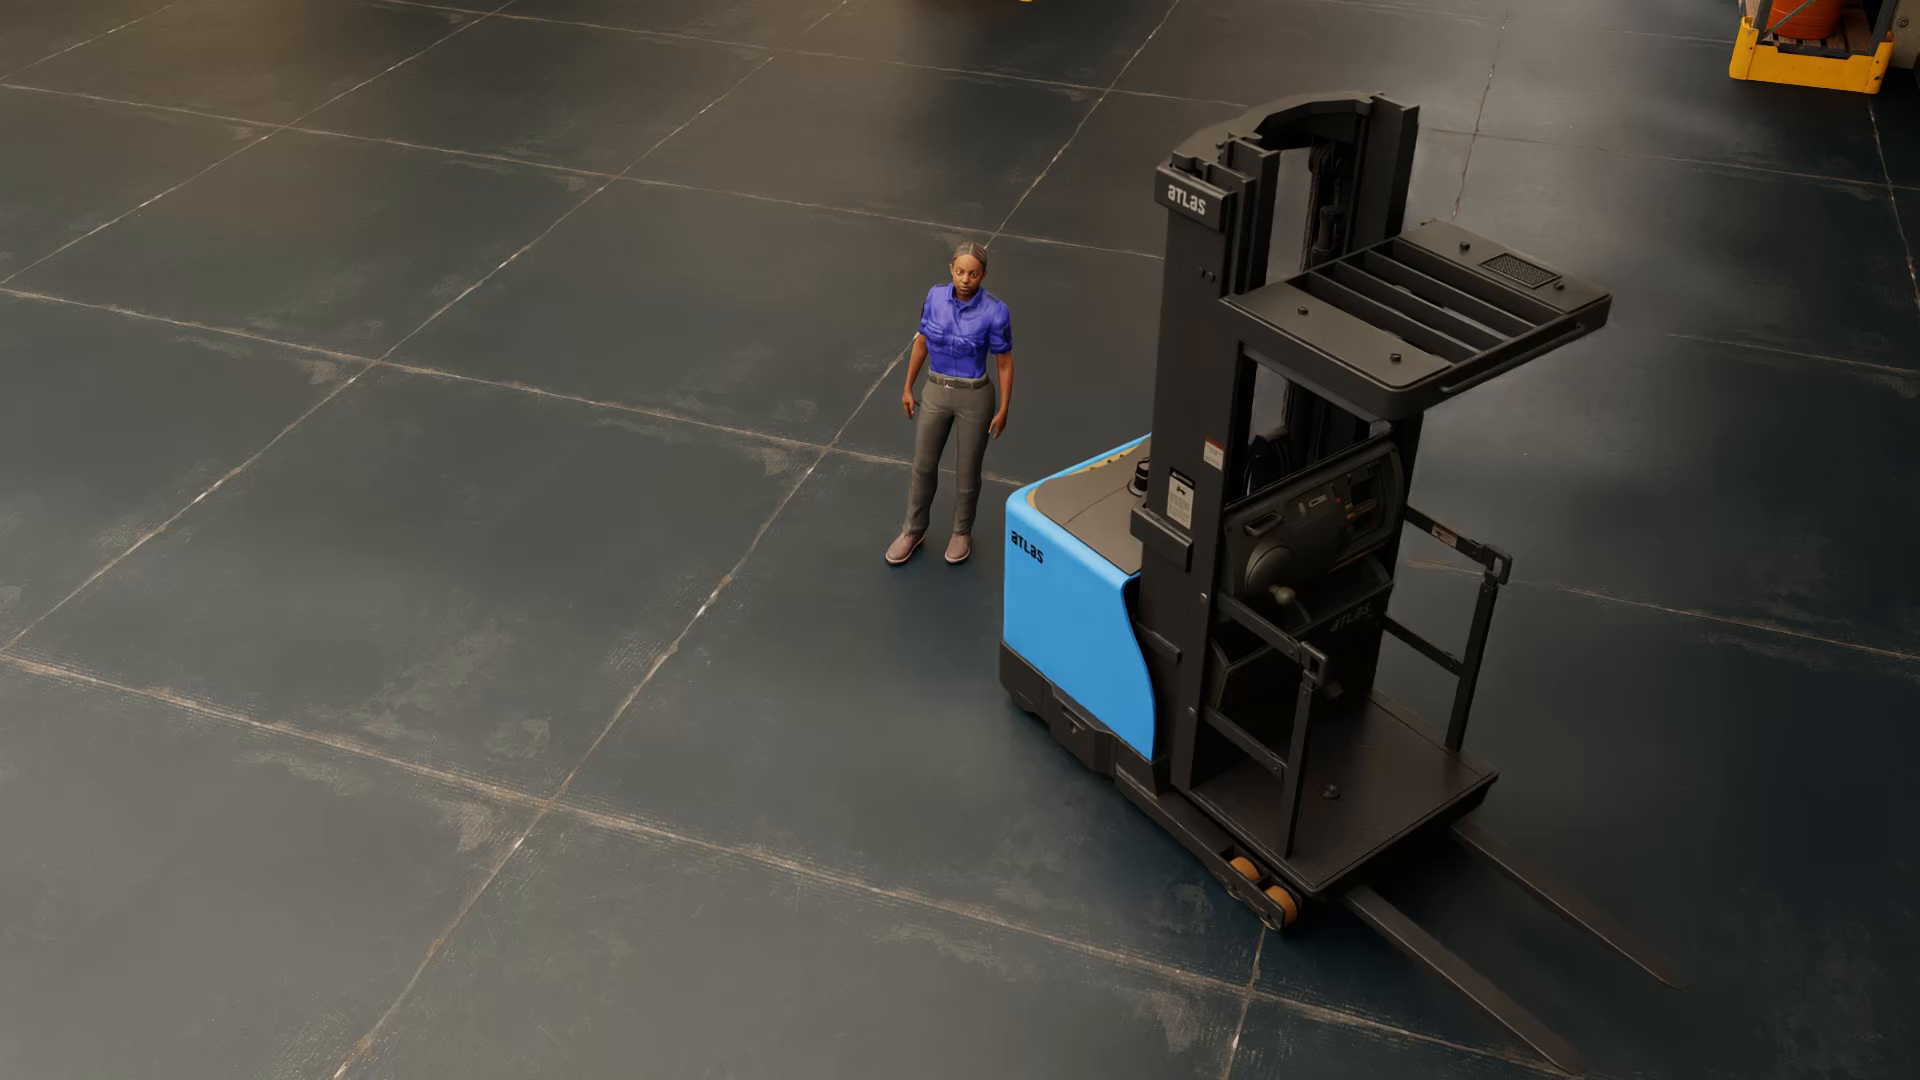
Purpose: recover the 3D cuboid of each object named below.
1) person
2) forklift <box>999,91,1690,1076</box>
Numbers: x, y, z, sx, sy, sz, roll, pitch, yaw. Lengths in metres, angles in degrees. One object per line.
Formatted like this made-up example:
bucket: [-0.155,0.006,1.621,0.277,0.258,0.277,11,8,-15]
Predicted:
person: [-0.048,-0.636,8.100,0.570,1.657,0.502,12,37,16]
forklift: [1.465,0.000,6.110,1.130,2.935,3.031,-23,42,-29]
